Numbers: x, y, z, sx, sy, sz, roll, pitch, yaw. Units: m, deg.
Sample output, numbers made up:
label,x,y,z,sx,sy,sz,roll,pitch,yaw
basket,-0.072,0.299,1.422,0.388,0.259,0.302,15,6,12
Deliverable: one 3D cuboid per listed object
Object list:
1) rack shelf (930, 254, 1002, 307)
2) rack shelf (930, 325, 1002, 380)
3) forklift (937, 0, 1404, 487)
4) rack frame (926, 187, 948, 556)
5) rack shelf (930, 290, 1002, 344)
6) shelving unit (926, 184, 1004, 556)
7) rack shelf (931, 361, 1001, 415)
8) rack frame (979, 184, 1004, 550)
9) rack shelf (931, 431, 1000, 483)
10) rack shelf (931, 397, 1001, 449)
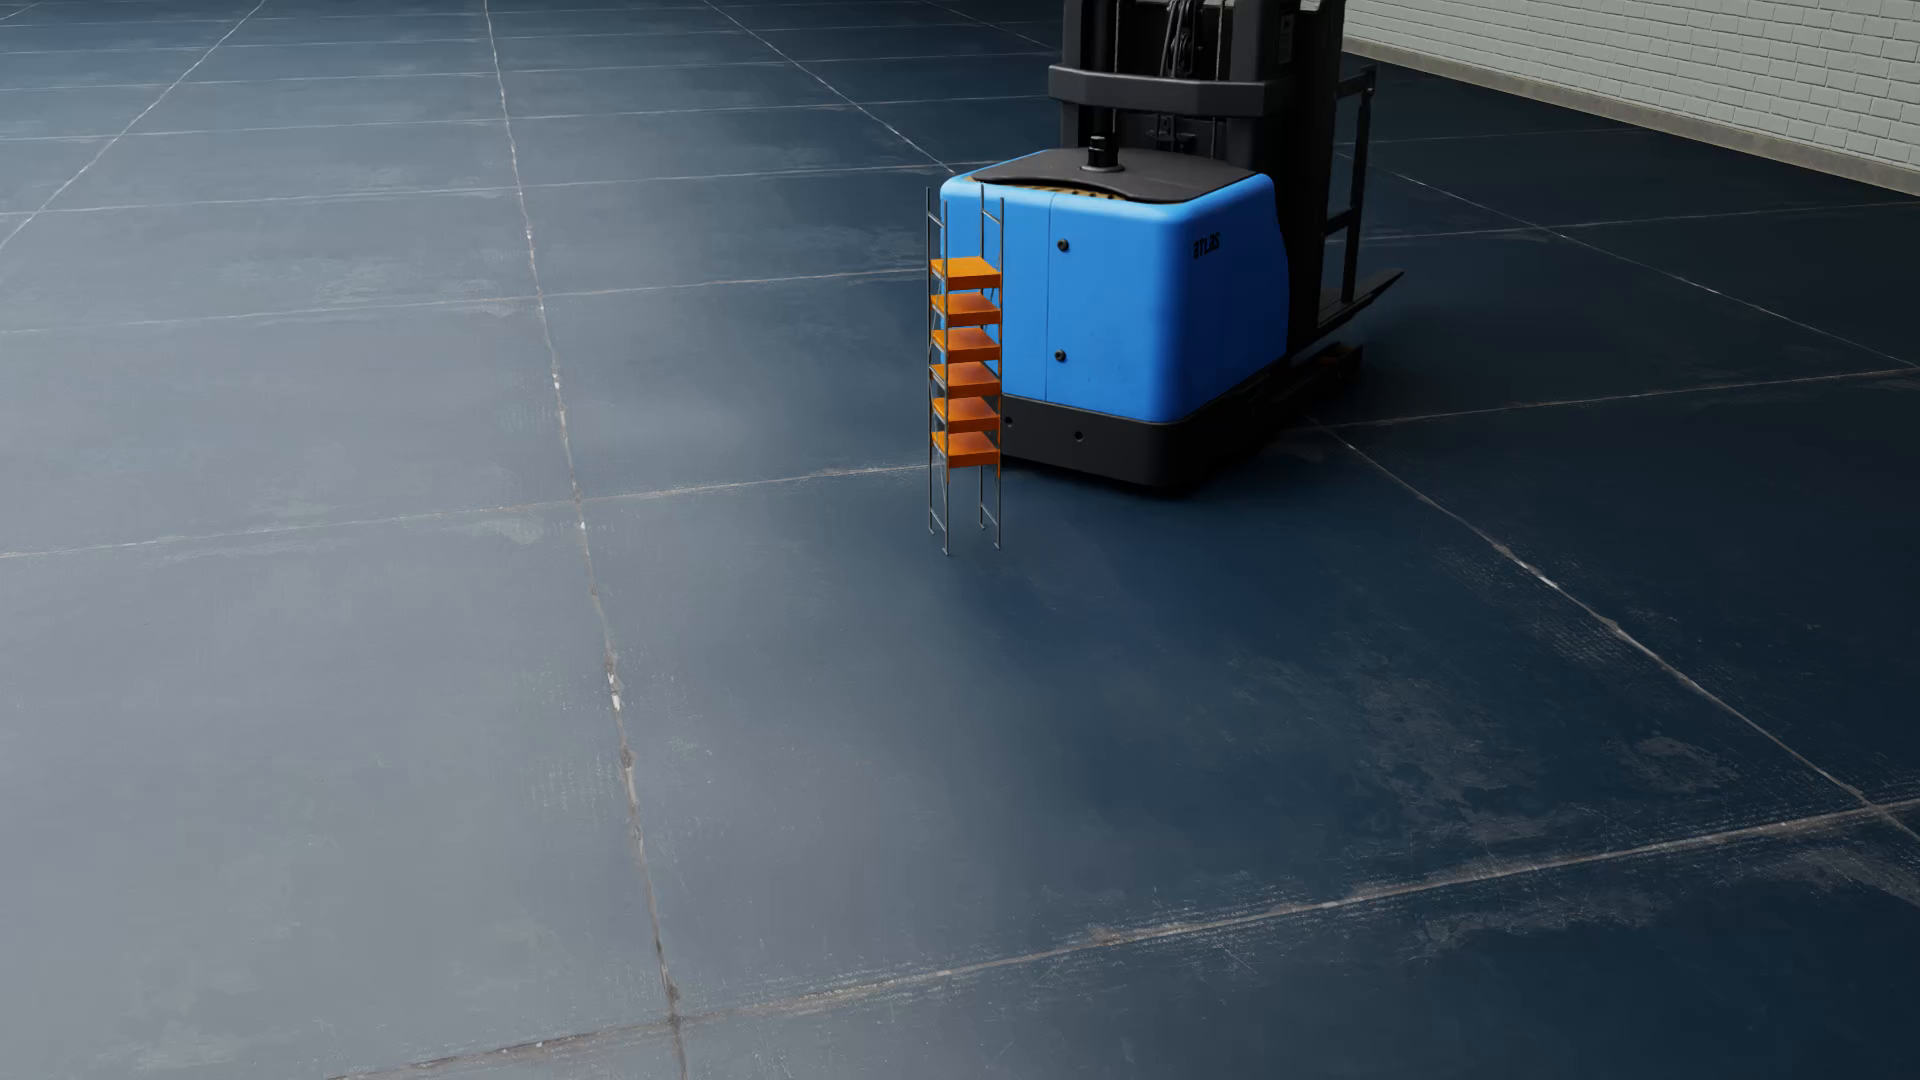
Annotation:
label,x,y,z,sx,sy,sz,roll,pitch,yaw
rack shelf,0.014,-0.843,5.393,0.180,0.103,0.258,-6,24,-14
rack shelf,0.014,-0.622,5.487,0.180,0.103,0.258,-6,24,-14
forklift,1.130,-2.071,6.859,1.130,2.935,3.031,14,27,30
rack frame,-0.074,-0.543,5.494,0.006,1.200,0.240,-6,24,-14
rack shelf,0.014,-0.733,5.440,0.180,0.103,0.258,-6,24,-14
shelving unit,0.014,-0.553,5.517,0.189,1.200,0.258,-6,24,-14
rack shelf,0.014,-0.512,5.535,0.180,0.103,0.258,-6,24,-14
rack frame,0.102,-0.563,5.540,0.006,1.200,0.240,-6,24,-14
rack shelf,0.014,-0.292,5.629,0.180,0.103,0.258,-6,24,-14
rack shelf,0.014,-0.402,5.582,0.180,0.103,0.258,-6,24,-14
